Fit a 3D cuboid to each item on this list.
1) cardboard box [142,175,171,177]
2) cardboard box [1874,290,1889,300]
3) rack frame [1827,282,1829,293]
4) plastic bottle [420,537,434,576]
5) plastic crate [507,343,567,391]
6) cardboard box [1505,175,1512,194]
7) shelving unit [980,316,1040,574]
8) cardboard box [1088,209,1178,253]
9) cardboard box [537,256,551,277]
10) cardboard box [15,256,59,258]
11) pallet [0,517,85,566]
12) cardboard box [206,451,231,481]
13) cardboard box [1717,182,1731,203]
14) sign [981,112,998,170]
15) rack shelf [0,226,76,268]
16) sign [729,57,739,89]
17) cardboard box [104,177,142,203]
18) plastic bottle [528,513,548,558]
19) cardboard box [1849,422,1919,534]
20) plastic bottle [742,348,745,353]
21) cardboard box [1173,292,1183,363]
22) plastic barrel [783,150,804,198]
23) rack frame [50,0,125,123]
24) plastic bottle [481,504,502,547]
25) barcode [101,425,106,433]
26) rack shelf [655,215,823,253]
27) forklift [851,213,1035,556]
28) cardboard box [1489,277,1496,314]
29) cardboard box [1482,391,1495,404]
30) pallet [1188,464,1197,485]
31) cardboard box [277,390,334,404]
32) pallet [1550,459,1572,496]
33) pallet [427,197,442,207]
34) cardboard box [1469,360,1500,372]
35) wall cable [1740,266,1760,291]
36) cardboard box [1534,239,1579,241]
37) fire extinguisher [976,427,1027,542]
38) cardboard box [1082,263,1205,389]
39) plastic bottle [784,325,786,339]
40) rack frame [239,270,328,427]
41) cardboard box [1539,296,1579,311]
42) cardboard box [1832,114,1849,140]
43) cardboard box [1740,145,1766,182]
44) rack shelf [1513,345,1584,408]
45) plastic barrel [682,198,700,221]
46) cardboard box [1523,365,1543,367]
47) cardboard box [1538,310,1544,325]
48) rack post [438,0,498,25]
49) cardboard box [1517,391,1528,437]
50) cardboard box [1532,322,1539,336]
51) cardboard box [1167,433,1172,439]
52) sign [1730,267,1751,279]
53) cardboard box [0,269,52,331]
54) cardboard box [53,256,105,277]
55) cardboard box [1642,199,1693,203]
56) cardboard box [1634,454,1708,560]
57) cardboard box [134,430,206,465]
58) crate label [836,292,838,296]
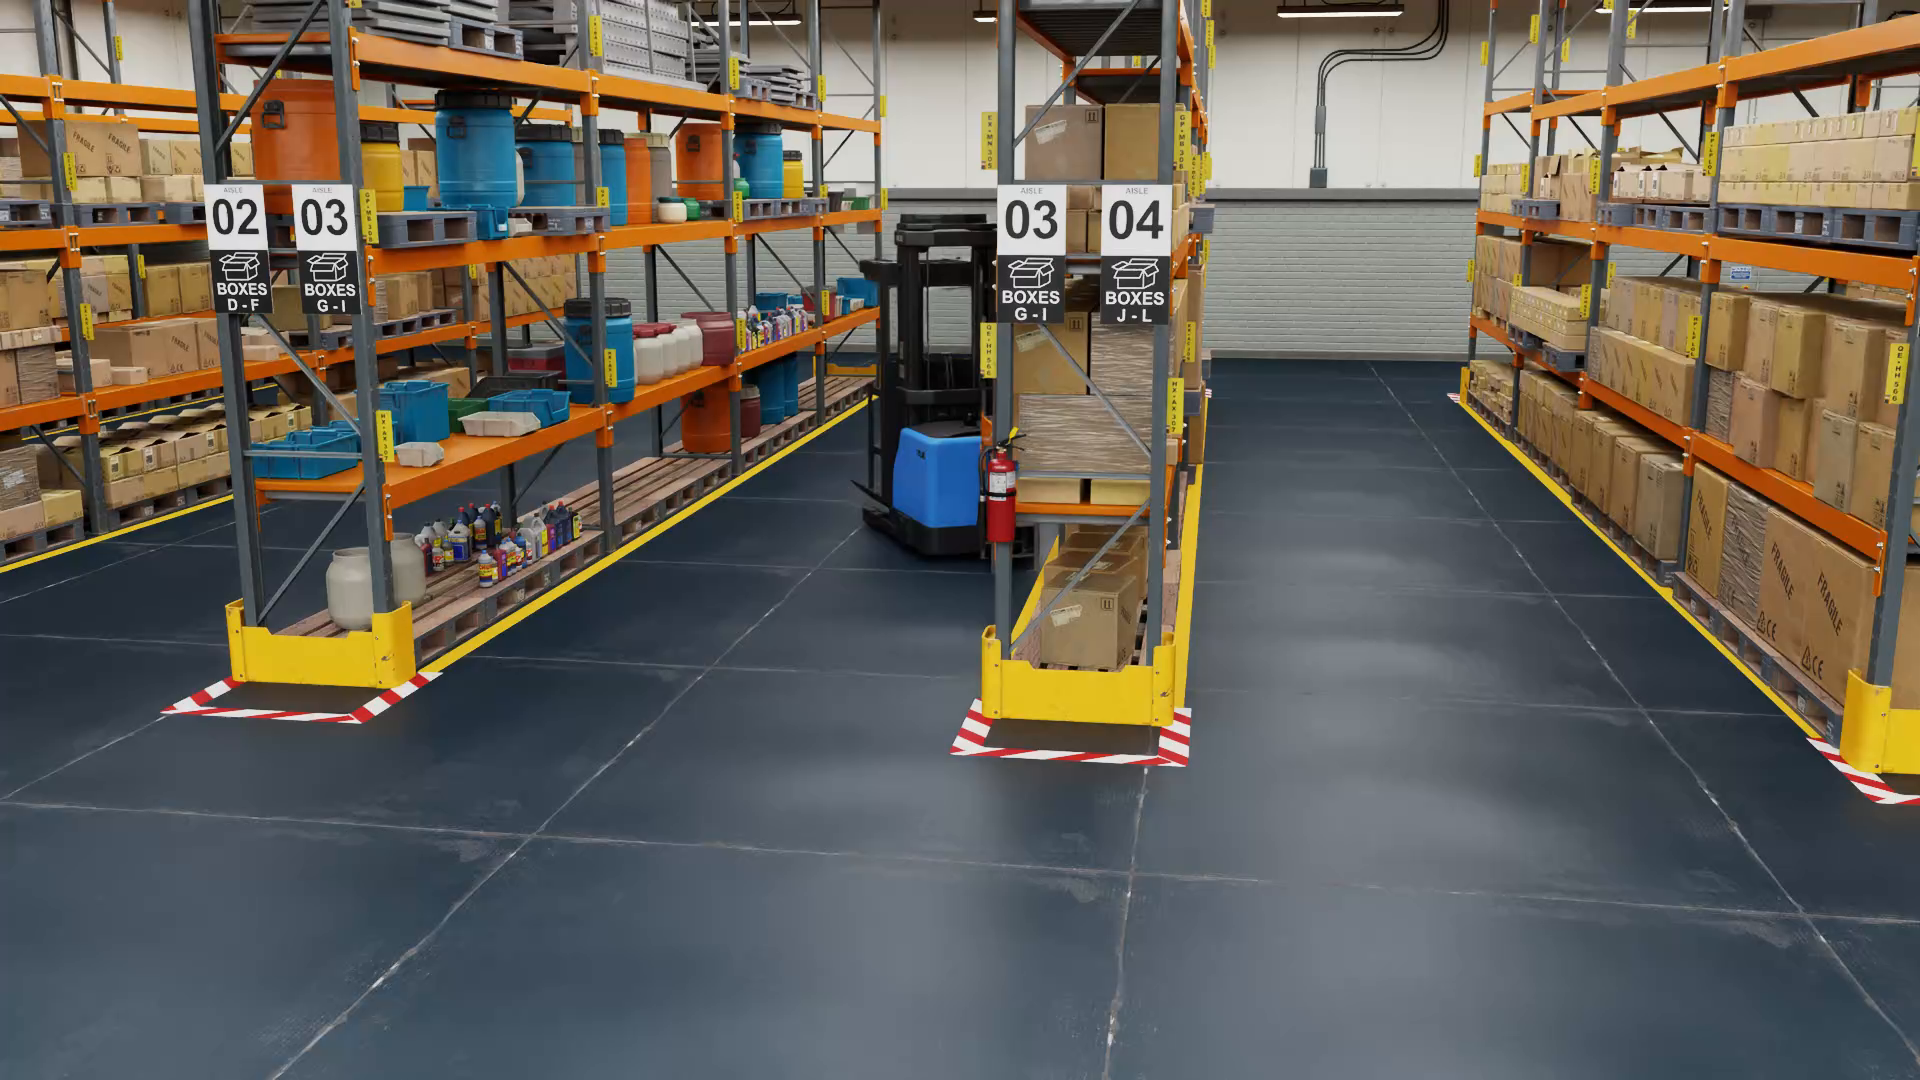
[{"bbox_3d":[-11.754,-5.140,23.982,0.500,0.250,0.500,2,12,8],"label":"cardboard box"},{"bbox_3d":[12.405,-3.029,21.950,0.500,0.500,0.500,2,12,11],"label":"cardboard box"},{"bbox_3d":[12.970,-3.388,23.849,1.000,3.000,0.127,2,12,9],"label":"rack frame"},{"bbox_3d":[-4.157,0.130,12.932,0.061,0.283,0.133,2,12,9],"label":"plastic bottle"},{"bbox_3d":[-3.790,-1.513,14.999,0.402,0.464,0.583,2,12,9],"label":"plastic crate"},{"bbox_3d":[7.435,-4.653,21.768,0.500,0.250,0.500,2,12,11],"label":"cardboard box"},{"bbox_3d":[0.424,-0.805,13.967,0.431,2.100,0.503,-2,14,-10],"label":"shelving unit"},{"bbox_3d":[1.046,-1.863,10.010,0.500,0.250,0.500,2,12,10],"label":"cardboard box"},{"bbox_3d":[-6.559,-4.253,25.255,0.500,0.500,0.500,2,12,10],"label":"cardboard box"},{"bbox_3d":[-12.523,-3.732,22.675,0.500,0.250,0.500,2,12,9],"label":"cardboard box"},{"bbox_3d":[-8.619,-0.005,14.772,1.003,0.211,1.213,2,12,9],"label":"pallet"},{"bbox_3d":[-7.913,-0.790,17.324,0.500,0.250,0.500,2,12,10],"label":"cardboard box"},{"bbox_3d":[5.826,-2.562,12.259,0.380,0.149,0.250,2,12,8],"label":"cardboard box"},{"bbox_3d":[0.172,-2.299,9.577,0.100,0.325,0.005,2,12,9],"label":"sign"},{"bbox_3d":[-8.763,-2.231,13.068,1.077,0.370,4.000,2,12,9],"label":"rack shelf"},{"bbox_3d":[-2.402,-4.962,17.682,0.100,0.325,0.005,2,12,9],"label":"sign"},{"bbox_3d":[-8.270,-3.373,16.021,0.500,0.250,0.500,1,12,3],"label":"cardboard box"},{"bbox_3d":[-3.455,-0.041,13.562,0.144,0.351,0.185,2,12,8],"label":"plastic bottle"},{"bbox_3d":[5.615,-0.348,9.390,0.875,0.550,0.550,2,12,9],"label":"cardboard box"},{"bbox_3d":[-2.501,-2.230,18.948,0.097,0.201,0.097,0,12,0],"label":"plastic bottle"},{"bbox_3d":[1.301,-1.479,11.676,0.500,0.500,0.500,2,12,9],"label":"cardboard box"},{"bbox_3d":[-2.271,-4.603,20.927,0.600,0.588,0.600,0,12,0],"label":"plastic barrel"},{"bbox_3d":[-12.121,-6.290,23.077,1.000,3.000,0.127,2,12,9],"label":"rack frame"},{"bbox_3d":[-3.954,-0.132,13.986,0.144,0.351,0.185,2,12,9],"label":"plastic bottle"},{"bbox_3d":[-8.005,-1.034,15.540,0.001,0.075,0.075,2,12,9],"label":"barcode"},{"bbox_3d":[-2.639,-3.735,20.047,1.077,0.370,4.000,2,12,9],"label":"rack shelf"},{"bbox_3d":[-0.289,-1.562,15.542,1.130,2.935,3.031,-4,13,-19],"label":"forklift"},{"bbox_3d":[7.504,-3.317,22.576,0.500,0.500,0.500,2,12,7],"label":"cardboard box"},{"bbox_3d":[7.458,-1.976,23.069,0.380,0.149,0.250,1,12,6],"label":"cardboard box"},{"bbox_3d":[2.143,-0.842,18.655,1.003,0.211,1.213,2,12,9],"label":"pallet"},{"bbox_3d":[-7.929,-1.560,20.260,0.500,0.500,0.500,2,12,11],"label":"cardboard box"},{"bbox_3d":[6.954,-0.661,17.816,1.003,0.211,1.213,2,12,9],"label":"pallet"},{"bbox_3d":[-7.395,-4.439,22.052,1.213,0.211,1.003,2,12,9],"label":"pallet"},{"bbox_3d":[7.647,-2.531,24.234,0.380,0.149,0.250,1,12,6],"label":"cardboard box"},{"bbox_3d":[13.814,-5.074,29.188,0.585,1.953,0.123,2,12,9],"label":"wall cable"},{"bbox_3d":[8.011,-3.782,22.364,0.500,0.500,0.500,1,12,7],"label":"cardboard box"},{"bbox_3d":[0.244,-0.331,9.851,0.296,0.674,0.183,2,12,9],"label":"fire extinguisher"},{"bbox_3d":[1.593,-1.870,14.386,1.000,1.000,1.000,2,12,9],"label":"cardboard box"},{"bbox_3d":[-2.218,-2.613,20.725,0.097,0.201,0.097,0,12,0],"label":"plastic bottle"},{"bbox_3d":[-7.841,-2.365,19.104,1.000,3.000,0.127,2,12,9],"label":"rack frame"},{"bbox_3d":[6.656,-2.621,18.478,0.380,0.149,0.250,2,12,11],"label":"cardboard box"},{"bbox_3d":[5.476,-2.476,9.968,0.380,0.149,0.250,2,12,9],"label":"cardboard box"},{"bbox_3d":[5.790,-2.624,11.600,0.500,0.250,0.500,2,12,8],"label":"cardboard box"},{"bbox_3d":[7.140,-1.926,18.775,1.077,0.370,4.000,2,12,9],"label":"rack shelf"},{"bbox_3d":[-2.934,-3.541,17.810,0.294,0.245,0.294,0,12,0],"label":"plastic barrel"},{"bbox_3d":[8.222,-2.402,23.636,0.380,0.149,0.250,2,12,7],"label":"cardboard box"},{"bbox_3d":[6.655,-2.476,18.511,0.380,0.149,0.250,2,12,10],"label":"cardboard box"},{"bbox_3d":[-3.910,-3.839,11.881,0.937,0.300,0.954,2,12,8],"label":"rack post"},{"bbox_3d":[7.072,-1.532,20.177,0.500,0.500,0.500,2,12,11],"label":"cardboard box"},{"bbox_3d":[6.695,-2.385,18.797,0.380,0.149,0.250,1,12,6],"label":"cardboard box"},{"bbox_3d":[1.344,-0.722,12.075,0.380,0.149,0.250,2,12,9],"label":"cardboard box"},{"bbox_3d":[13.776,-4.708,29.337,0.327,0.218,0.001,2,12,9],"label":"sign"},{"bbox_3d":[-8.518,-2.123,14.664,0.700,0.500,0.500,2,12,9],"label":"cardboard box"},{"bbox_3d":[-12.028,-3.716,22.604,0.500,0.250,0.500,2,12,10],"label":"cardboard box"},{"bbox_3d":[7.183,-3.487,16.953,0.500,0.500,0.500,2,12,9],"label":"cardboard box"},{"bbox_3d":[6.224,-0.267,13.710,1.050,0.750,0.750,2,12,8],"label":"cardboard box"},{"bbox_3d":[-7.986,-0.957,16.771,0.500,0.311,0.500,1,12,7],"label":"cardboard box"},{"bbox_3d":[-2.080,-3.776,25.906,0.416,0.233,0.303,2,12,9],"label":"crate label"}]
